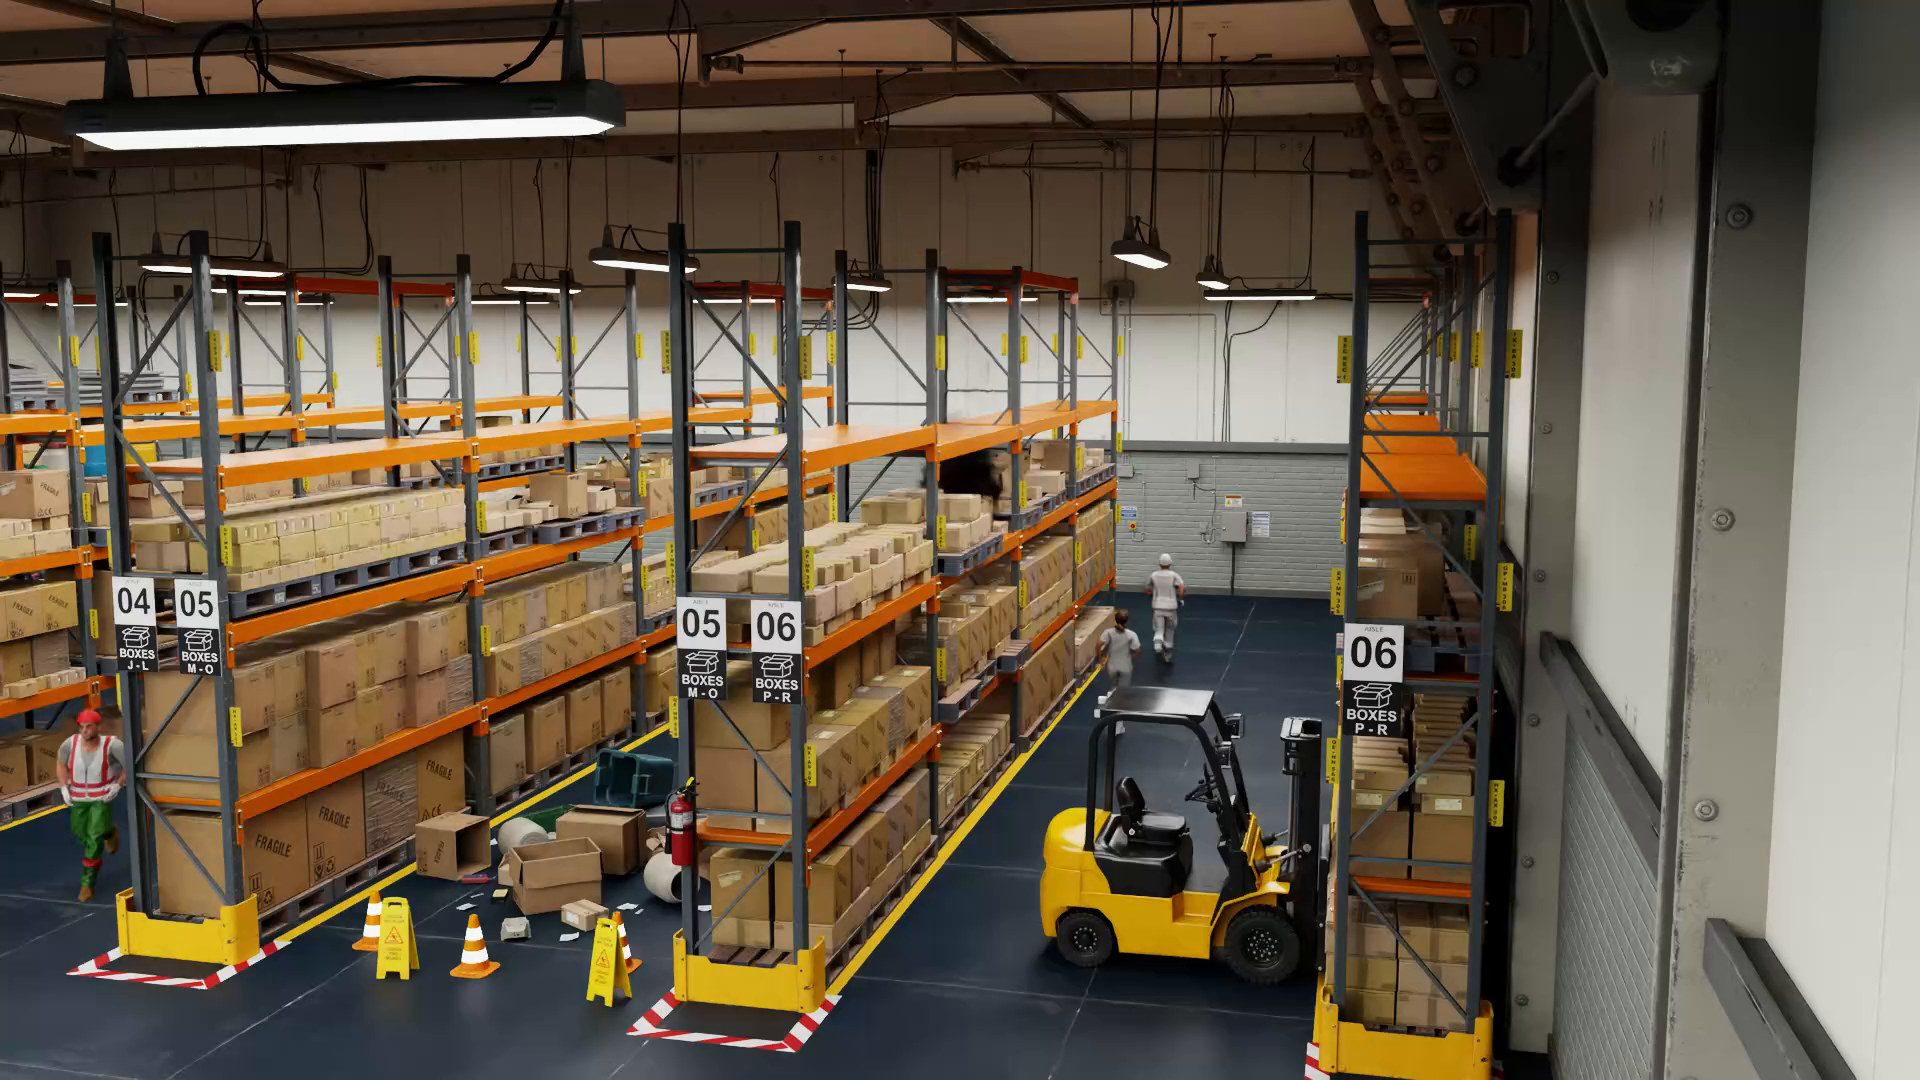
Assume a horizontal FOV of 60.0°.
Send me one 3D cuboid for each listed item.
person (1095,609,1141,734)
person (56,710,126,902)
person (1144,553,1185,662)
[{"bbox_3d":[2.084,1.699,21.783,0.575,1.627,0.599,2,7,16],"label":"person"},{"bbox_3d":[-8.108,2.420,15.642,0.662,1.759,0.895,-1,7,-7],"label":"person"},{"bbox_3d":[3.210,1.101,26.082,0.656,1.792,0.981,2,7,12],"label":"person"}]
